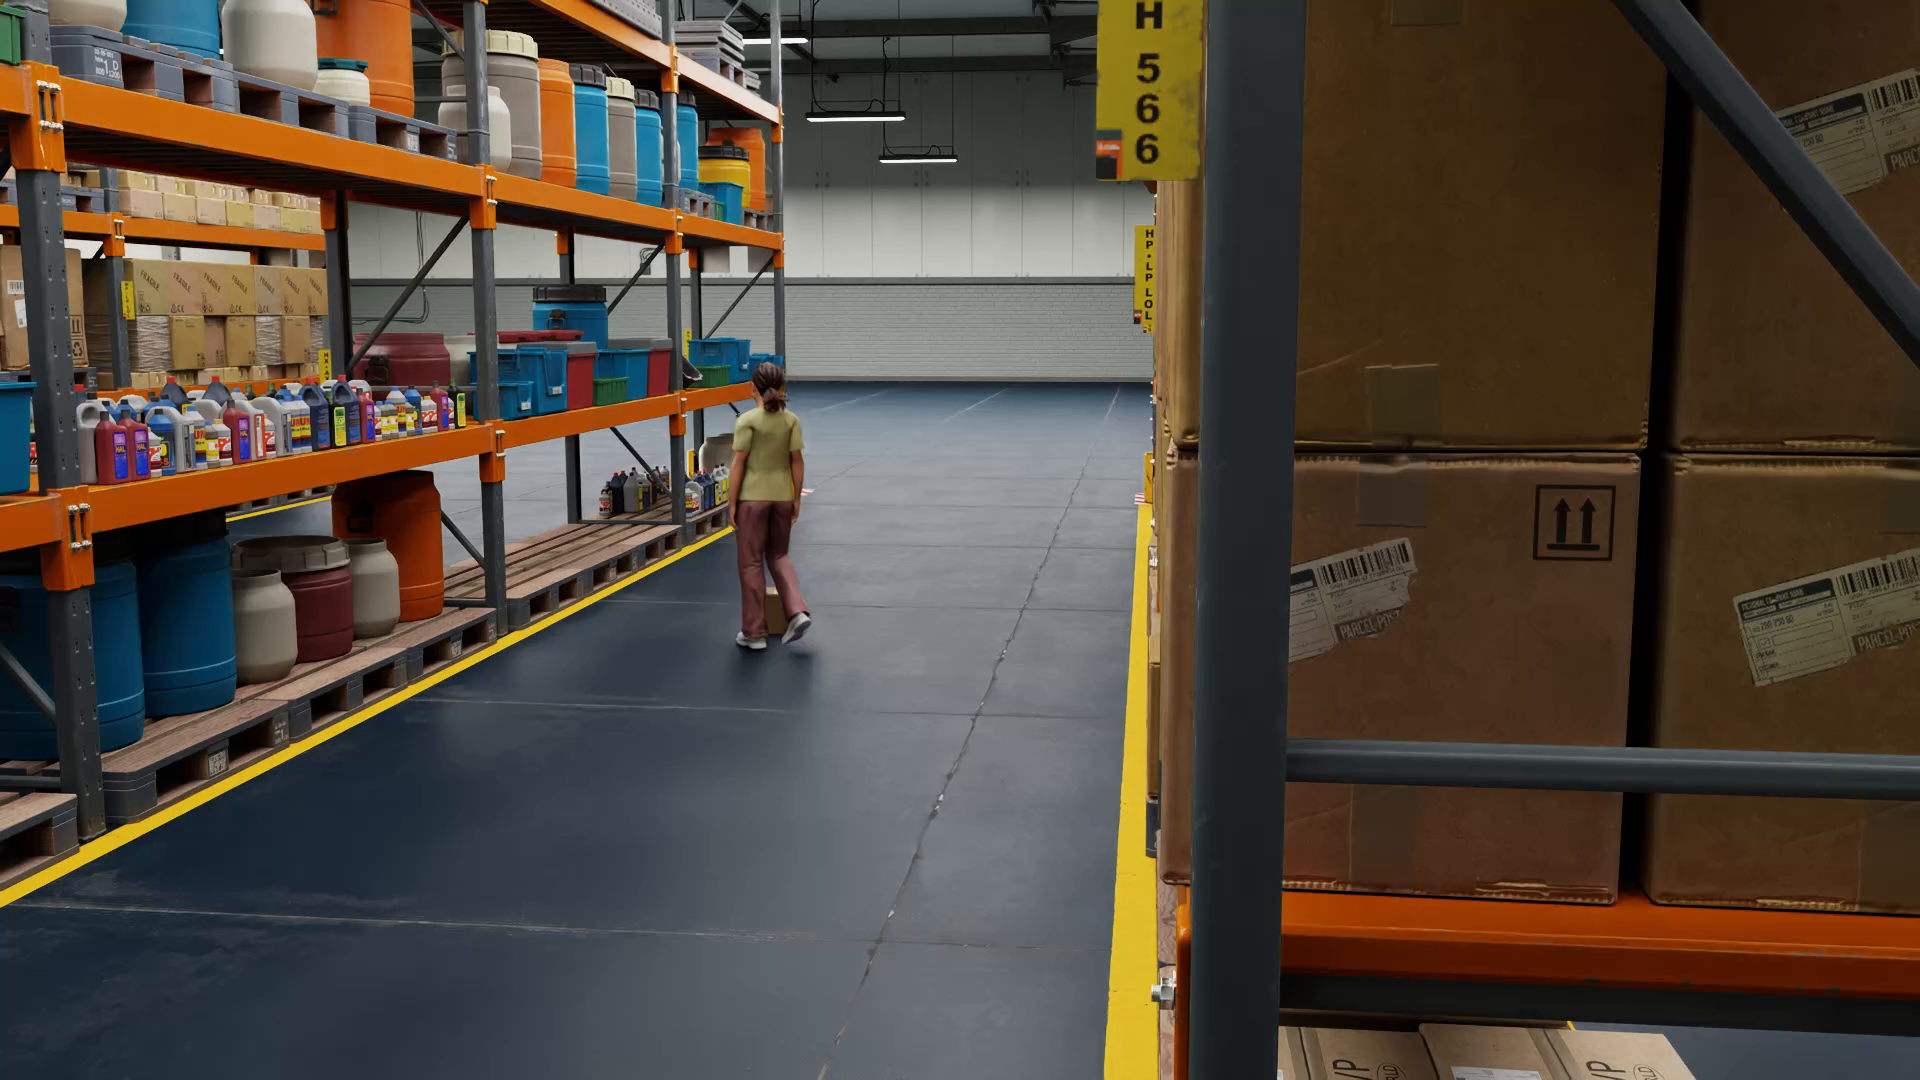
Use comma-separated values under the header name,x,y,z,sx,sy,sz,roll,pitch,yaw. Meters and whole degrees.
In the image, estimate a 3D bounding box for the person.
name,x,y,z,sx,sy,sz,roll,pitch,yaw
person,-1.147,-0.199,9.711,0.459,1.677,0.450,-5,9,-33
